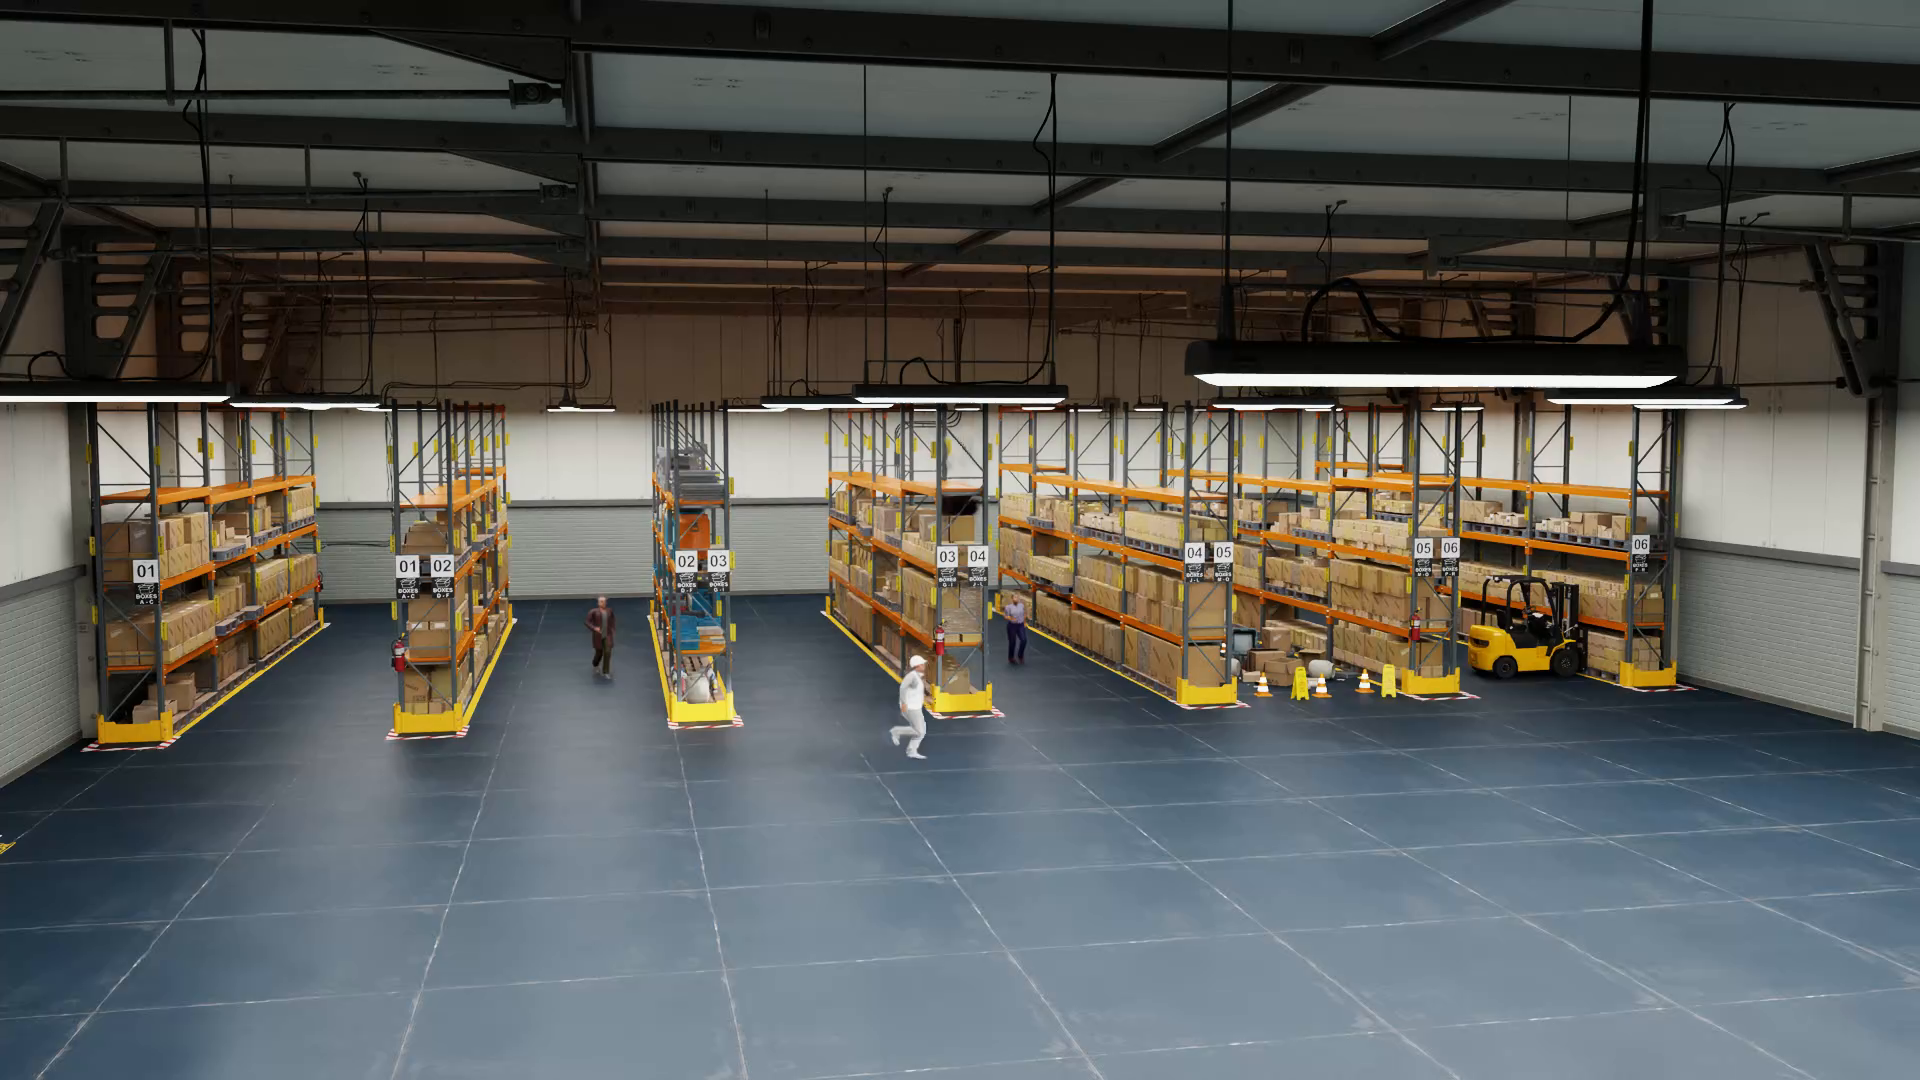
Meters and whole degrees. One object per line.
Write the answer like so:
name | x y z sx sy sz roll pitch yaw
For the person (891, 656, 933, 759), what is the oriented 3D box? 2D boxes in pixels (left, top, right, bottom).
person | -0.808 2.791 27.741 0.690 1.732 0.691 1 4 13

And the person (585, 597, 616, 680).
person | -7.799 2.116 36.181 0.712 1.776 0.954 -2 5 -27

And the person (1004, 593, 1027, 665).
person | 1.275 2.046 38.116 0.559 1.670 0.694 -1 4 -14

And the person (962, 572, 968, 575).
person | -0.138 1.279 48.158 0.841 1.636 0.636 0 4 5
